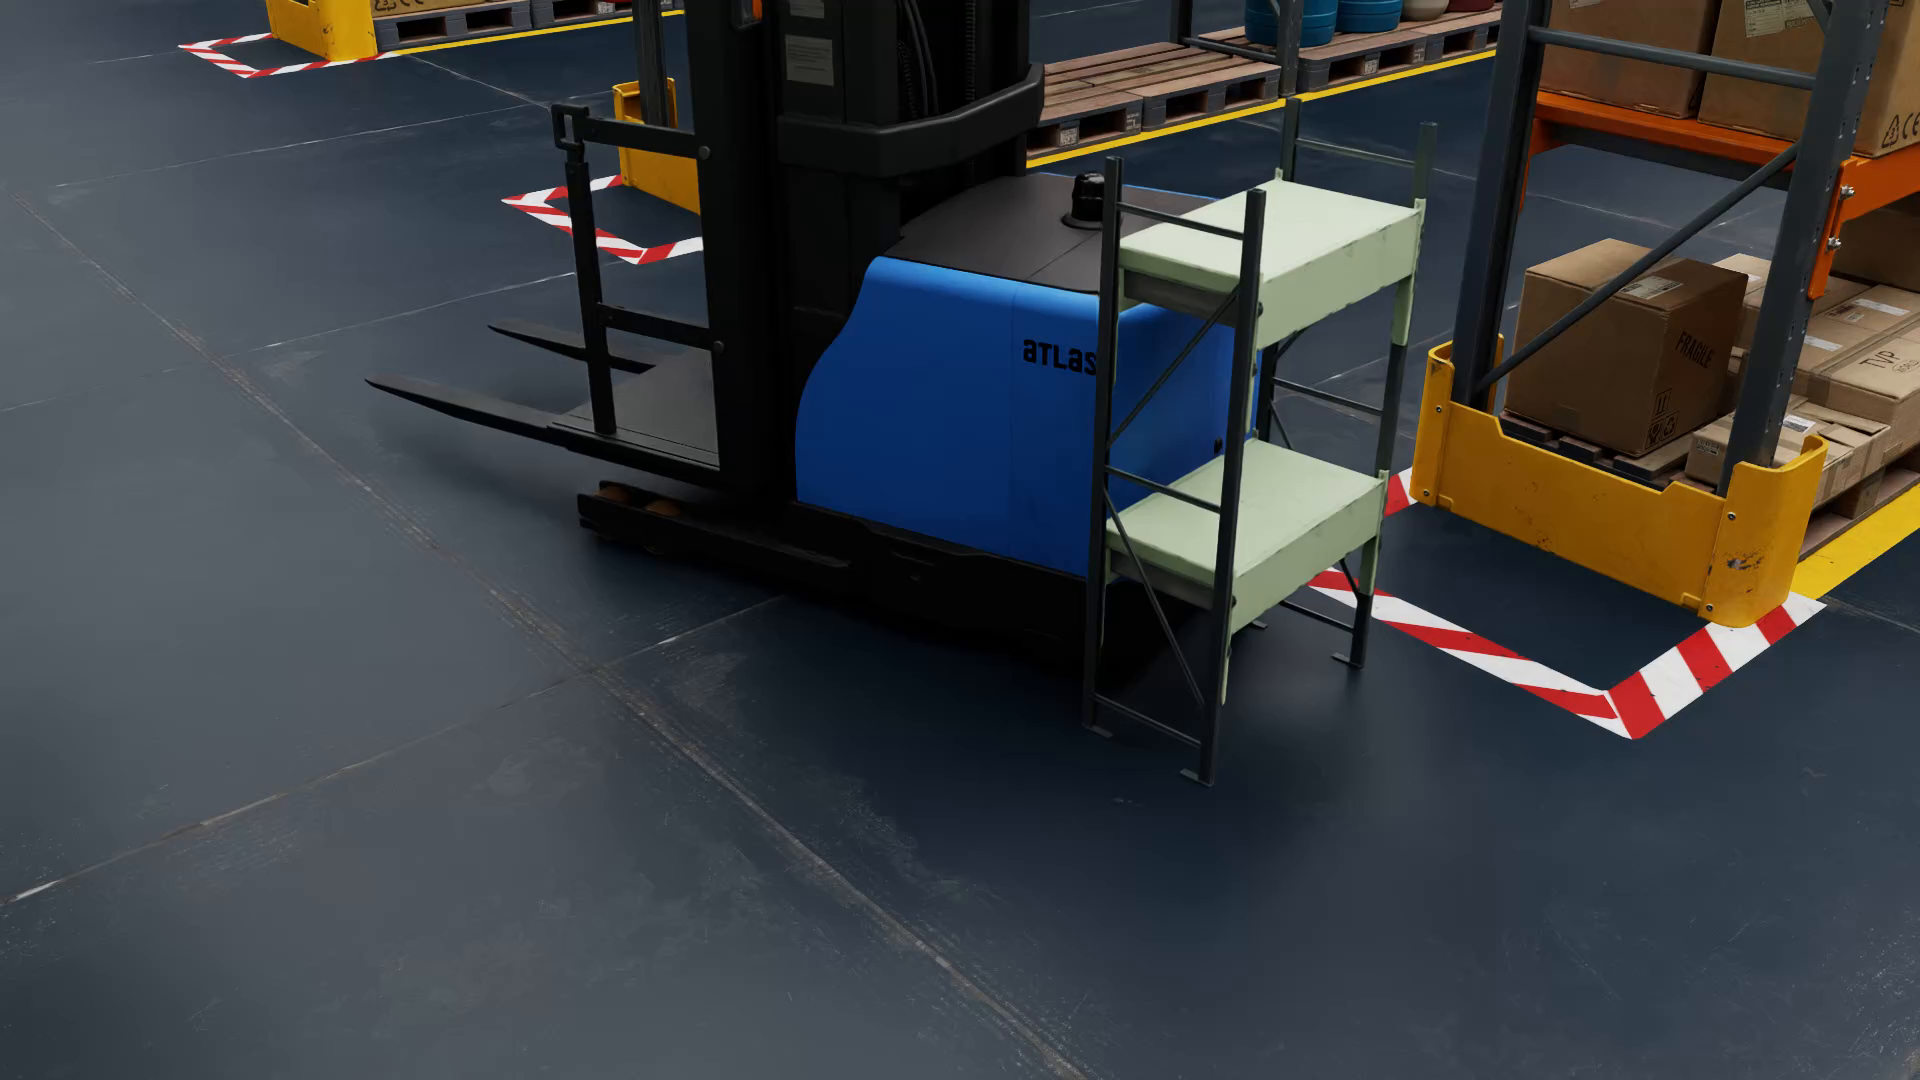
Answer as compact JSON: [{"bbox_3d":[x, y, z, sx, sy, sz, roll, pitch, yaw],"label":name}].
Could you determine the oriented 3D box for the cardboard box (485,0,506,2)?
[{"bbox_3d":[-3.380,-4.600,12.484,0.875,0.875,0.875,-22,35,-35],"label":"cardboard box"}]

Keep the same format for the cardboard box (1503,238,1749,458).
[{"bbox_3d":[2.173,-0.642,5.454,0.500,0.500,0.500,-22,35,-35],"label":"cardboard box"}]

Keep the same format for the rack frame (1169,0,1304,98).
[{"bbox_3d":[1.750,-4.297,10.107,0.127,3.000,1.000,-22,35,-35],"label":"rack frame"}]

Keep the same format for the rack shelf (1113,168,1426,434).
[{"bbox_3d":[0.717,-0.587,3.928,0.431,0.370,0.720,23,36,36],"label":"rack shelf"}]

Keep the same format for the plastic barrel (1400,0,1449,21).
[{"bbox_3d":[3.202,-3.902,11.563,0.421,0.512,0.421,0,28,0],"label":"plastic barrel"}]

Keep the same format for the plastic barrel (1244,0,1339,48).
[{"bbox_3d":[2.175,-3.717,10.803,0.708,0.901,0.600,-22,35,-35],"label":"plastic barrel"}]

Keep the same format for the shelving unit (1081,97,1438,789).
[{"bbox_3d":[0.717,-0.242,4.112,0.431,1.500,0.755,23,36,36],"label":"shelving unit"}]

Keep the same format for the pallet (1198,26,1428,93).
[{"bbox_3d":[2.365,-3.288,11.178,1.213,0.211,1.003,-22,35,-35],"label":"pallet"}]

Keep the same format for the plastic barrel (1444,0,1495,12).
[{"bbox_3d":[3.573,-4.141,11.929,0.708,0.588,0.600,-22,35,-35],"label":"plastic barrel"}]

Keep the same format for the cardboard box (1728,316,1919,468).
[{"bbox_3d":[2.898,-0.495,5.444,0.500,0.250,0.500,-22,35,-35],"label":"cardboard box"}]

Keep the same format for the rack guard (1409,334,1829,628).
[{"bbox_3d":[1.977,-0.217,5.125,0.348,0.500,1.175,-22,35,-35],"label":"rack guard"}]

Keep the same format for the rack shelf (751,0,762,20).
[{"bbox_3d":[0.229,-3.368,9.132,4.000,0.370,1.077,-22,35,-35],"label":"rack shelf"}]

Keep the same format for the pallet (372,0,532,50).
[{"bbox_3d":[-3.950,-3.892,12.308,1.213,0.211,1.003,-22,35,-35],"label":"pallet"}]

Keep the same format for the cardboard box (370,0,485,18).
[{"bbox_3d":[-4.072,-4.322,11.963,0.875,0.875,0.875,-22,35,-35],"label":"cardboard box"}]

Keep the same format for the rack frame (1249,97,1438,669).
[{"bbox_3d":[0.961,-0.371,4.352,0.400,1.500,0.023,23,36,36],"label":"rack frame"}]

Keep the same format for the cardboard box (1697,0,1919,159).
[{"bbox_3d":[2.428,-1.381,4.546,0.500,0.500,0.500,-21,35,-34],"label":"cardboard box"}]

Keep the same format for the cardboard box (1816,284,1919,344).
[{"bbox_3d":[3.278,-0.648,5.730,0.500,0.250,0.500,-22,35,-35],"label":"cardboard box"}]

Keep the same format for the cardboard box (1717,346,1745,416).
[{"bbox_3d":[2.540,-0.586,5.704,0.250,0.166,0.380,-22,35,-35],"label":"cardboard box"}]

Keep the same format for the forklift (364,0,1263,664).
[{"bbox_3d":[-0.612,-1.447,4.847,3.031,2.935,1.130,15,32,26],"label":"forklift"}]

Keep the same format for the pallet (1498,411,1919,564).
[{"bbox_3d":[2.583,-0.333,5.650,1.213,0.211,1.003,-22,35,-35],"label":"pallet"}]

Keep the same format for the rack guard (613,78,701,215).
[{"bbox_3d":[-1.302,-1.959,8.384,0.348,0.500,1.175,-22,35,-35],"label":"rack guard"}]

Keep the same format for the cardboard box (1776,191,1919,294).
[{"bbox_3d":[3.537,-1.036,6.188,0.637,0.503,0.797,-22,35,-35],"label":"cardboard box"}]

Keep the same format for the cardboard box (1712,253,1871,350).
[{"bbox_3d":[2.916,-0.812,6.037,0.500,0.250,0.500,-22,35,-35],"label":"cardboard box"}]

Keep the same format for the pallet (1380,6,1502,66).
[{"bbox_3d":[3.293,-3.663,11.881,1.213,0.211,1.003,-22,35,-35],"label":"pallet"}]

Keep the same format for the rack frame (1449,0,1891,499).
[{"bbox_3d":[1.920,-1.296,4.492,0.127,3.000,1.000,-22,35,-35],"label":"rack frame"}]

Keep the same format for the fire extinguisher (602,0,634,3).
[{"bbox_3d":[-1.702,-2.991,8.142,0.183,0.674,0.296,-22,35,-35],"label":"fire extinguisher"}]

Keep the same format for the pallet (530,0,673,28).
[{"bbox_3d":[-3.022,-4.263,13.003,1.213,0.211,1.003,-22,35,-35],"label":"pallet"}]

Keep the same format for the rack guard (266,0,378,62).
[{"bbox_3d":[-4.525,-3.739,11.716,0.348,0.500,1.175,-22,35,-35],"label":"rack guard"}]

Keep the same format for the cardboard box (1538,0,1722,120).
[{"bbox_3d":[2.084,-1.574,4.908,0.500,0.500,0.500,-21,34,-33],"label":"cardboard box"}]

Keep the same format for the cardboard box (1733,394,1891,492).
[{"bbox_3d":[2.651,-0.322,5.208,0.250,0.166,0.380,-22,35,-35],"label":"cardboard box"}]

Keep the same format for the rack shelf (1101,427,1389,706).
[{"bbox_3d":[0.717,0.045,4.266,0.431,0.370,0.720,23,36,36],"label":"rack shelf"}]

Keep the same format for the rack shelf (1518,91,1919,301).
[{"bbox_3d":[3.441,-1.590,5.807,4.000,0.370,1.077,-22,35,-35],"label":"rack shelf"}]

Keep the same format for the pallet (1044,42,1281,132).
[{"bbox_3d":[1.216,-2.828,10.318,1.213,0.211,1.003,-22,35,-35],"label":"pallet"}]

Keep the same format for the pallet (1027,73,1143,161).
[{"bbox_3d":[0.288,-2.453,9.616,1.213,0.211,1.003,-22,35,-35],"label":"pallet"}]

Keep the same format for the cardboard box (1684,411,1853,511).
[{"bbox_3d":[2.461,-0.237,5.070,0.250,0.149,0.380,-22,35,-35],"label":"cardboard box"}]

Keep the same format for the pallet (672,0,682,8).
[{"bbox_3d":[-2.093,-4.638,13.705,1.213,0.211,1.003,-22,35,-35],"label":"pallet"}]

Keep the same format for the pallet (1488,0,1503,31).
[{"bbox_3d":[4.221,-4.034,12.575,1.213,0.211,1.003,-22,35,-35],"label":"pallet"}]

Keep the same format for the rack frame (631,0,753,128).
[{"bbox_3d":[-1.293,-3.073,7.818,0.127,3.000,1.000,-22,35,-35],"label":"rack frame"}]

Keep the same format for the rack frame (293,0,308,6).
[{"bbox_3d":[-4.507,-4.849,11.141,0.127,3.000,1.000,-22,35,-35],"label":"rack frame"}]

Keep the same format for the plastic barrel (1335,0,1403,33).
[{"bbox_3d":[2.714,-3.933,11.208,0.708,0.901,0.600,-22,35,-35],"label":"plastic barrel"}]

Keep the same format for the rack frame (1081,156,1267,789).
[{"bbox_3d":[0.473,-0.114,3.871,0.400,1.500,0.023,23,36,36],"label":"rack frame"}]
